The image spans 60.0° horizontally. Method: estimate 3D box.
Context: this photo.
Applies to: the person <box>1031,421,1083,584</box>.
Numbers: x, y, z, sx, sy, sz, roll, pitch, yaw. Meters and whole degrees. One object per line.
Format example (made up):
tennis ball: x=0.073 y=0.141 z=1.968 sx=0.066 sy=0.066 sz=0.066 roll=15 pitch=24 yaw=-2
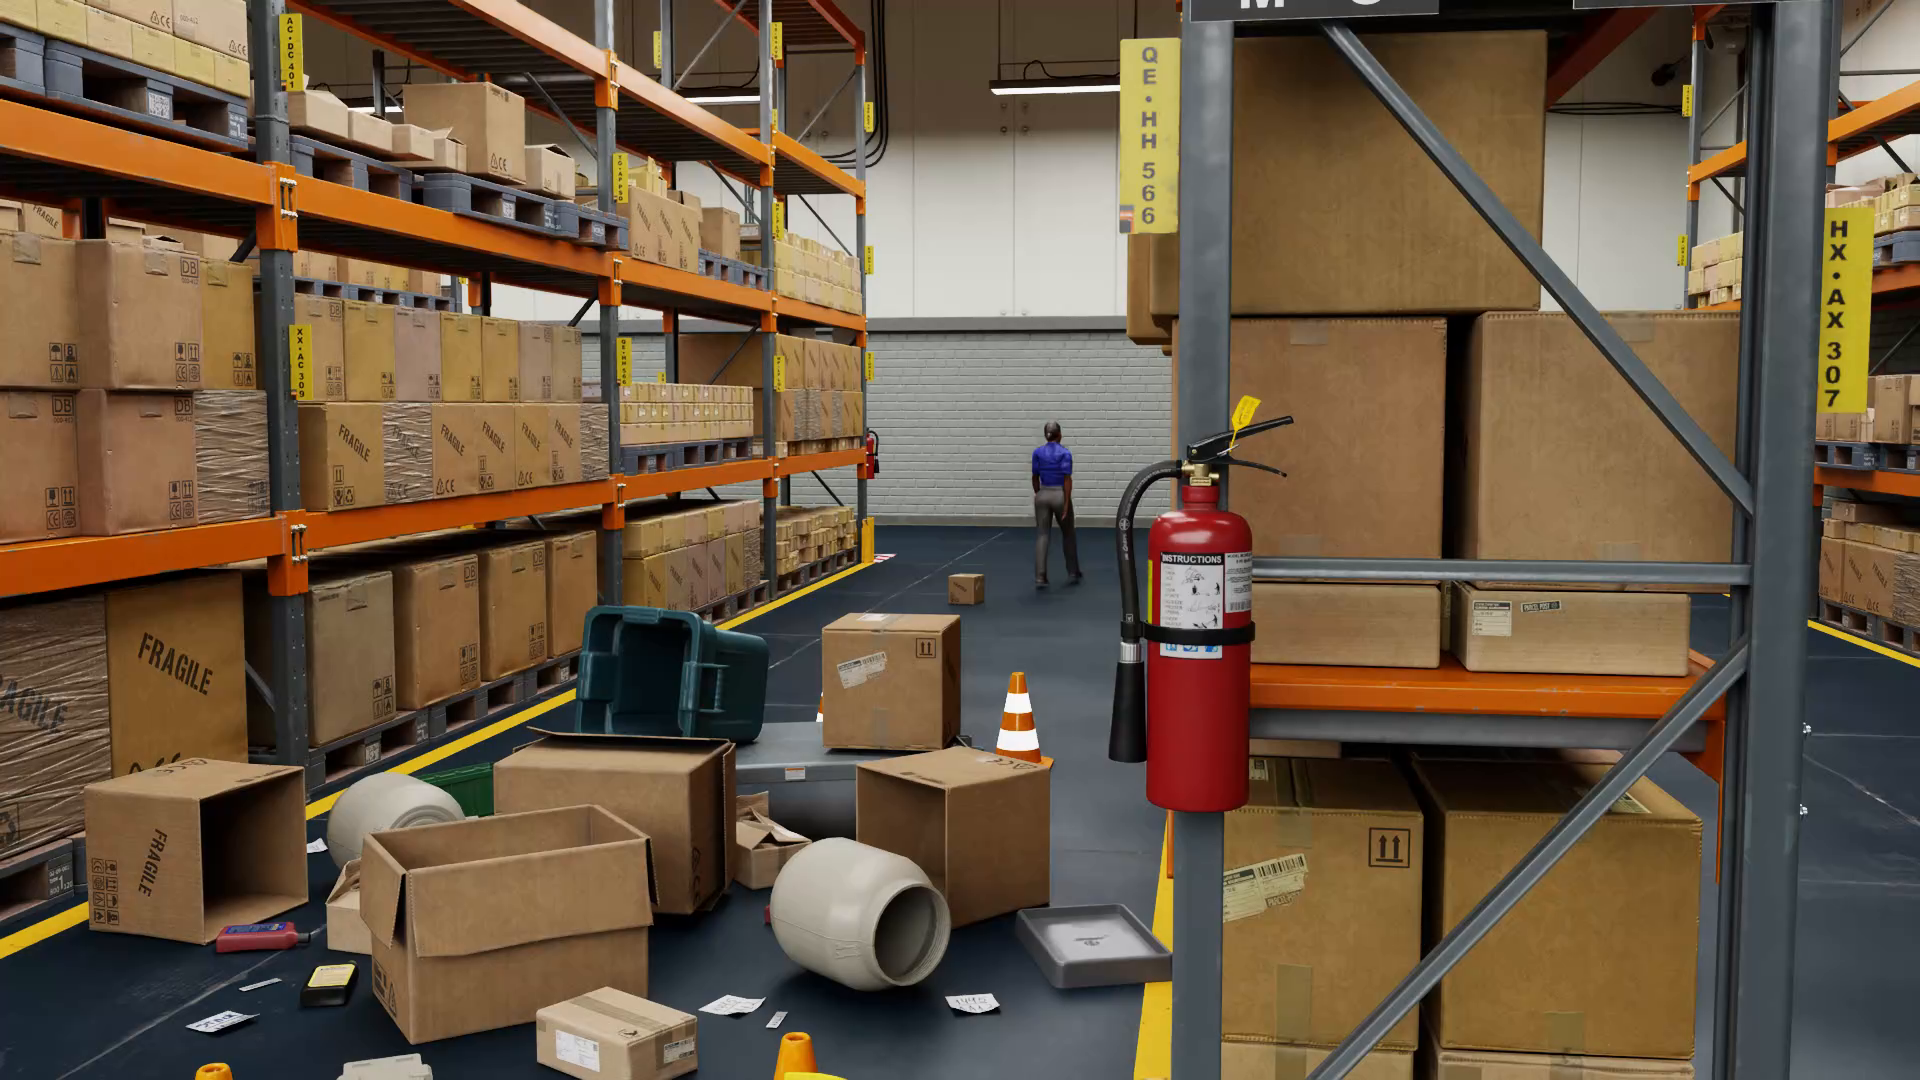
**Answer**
person: x=0.949 y=-0.389 z=16.659 sx=0.458 sy=1.609 sz=0.937 roll=2 pitch=5 yaw=19
